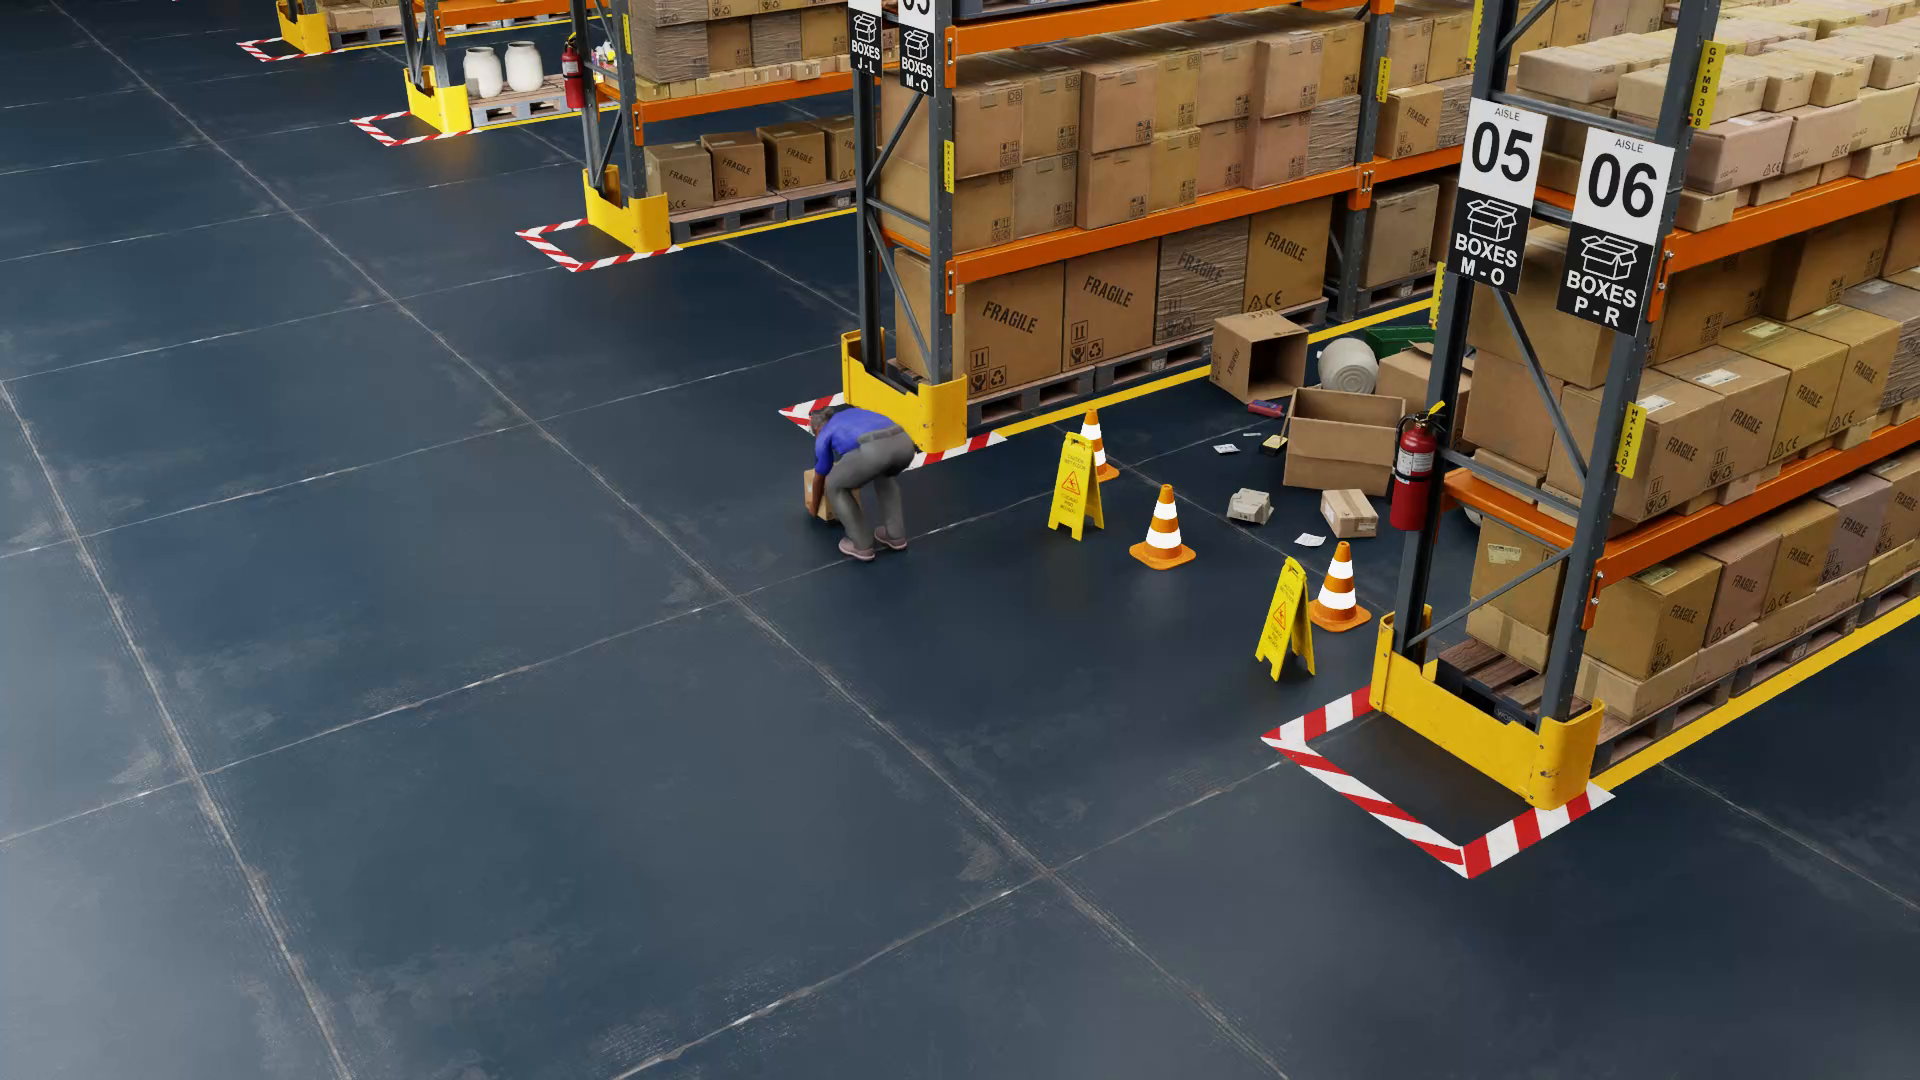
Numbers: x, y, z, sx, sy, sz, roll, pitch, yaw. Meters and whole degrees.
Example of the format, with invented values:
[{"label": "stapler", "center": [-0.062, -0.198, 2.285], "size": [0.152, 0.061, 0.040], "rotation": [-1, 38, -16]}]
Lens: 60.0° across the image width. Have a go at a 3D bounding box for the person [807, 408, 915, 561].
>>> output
[{"label": "person", "center": [-0.635, -0.397, 10.166], "size": [0.464, 0.878, 0.867], "rotation": [-21, 35, -33]}]
